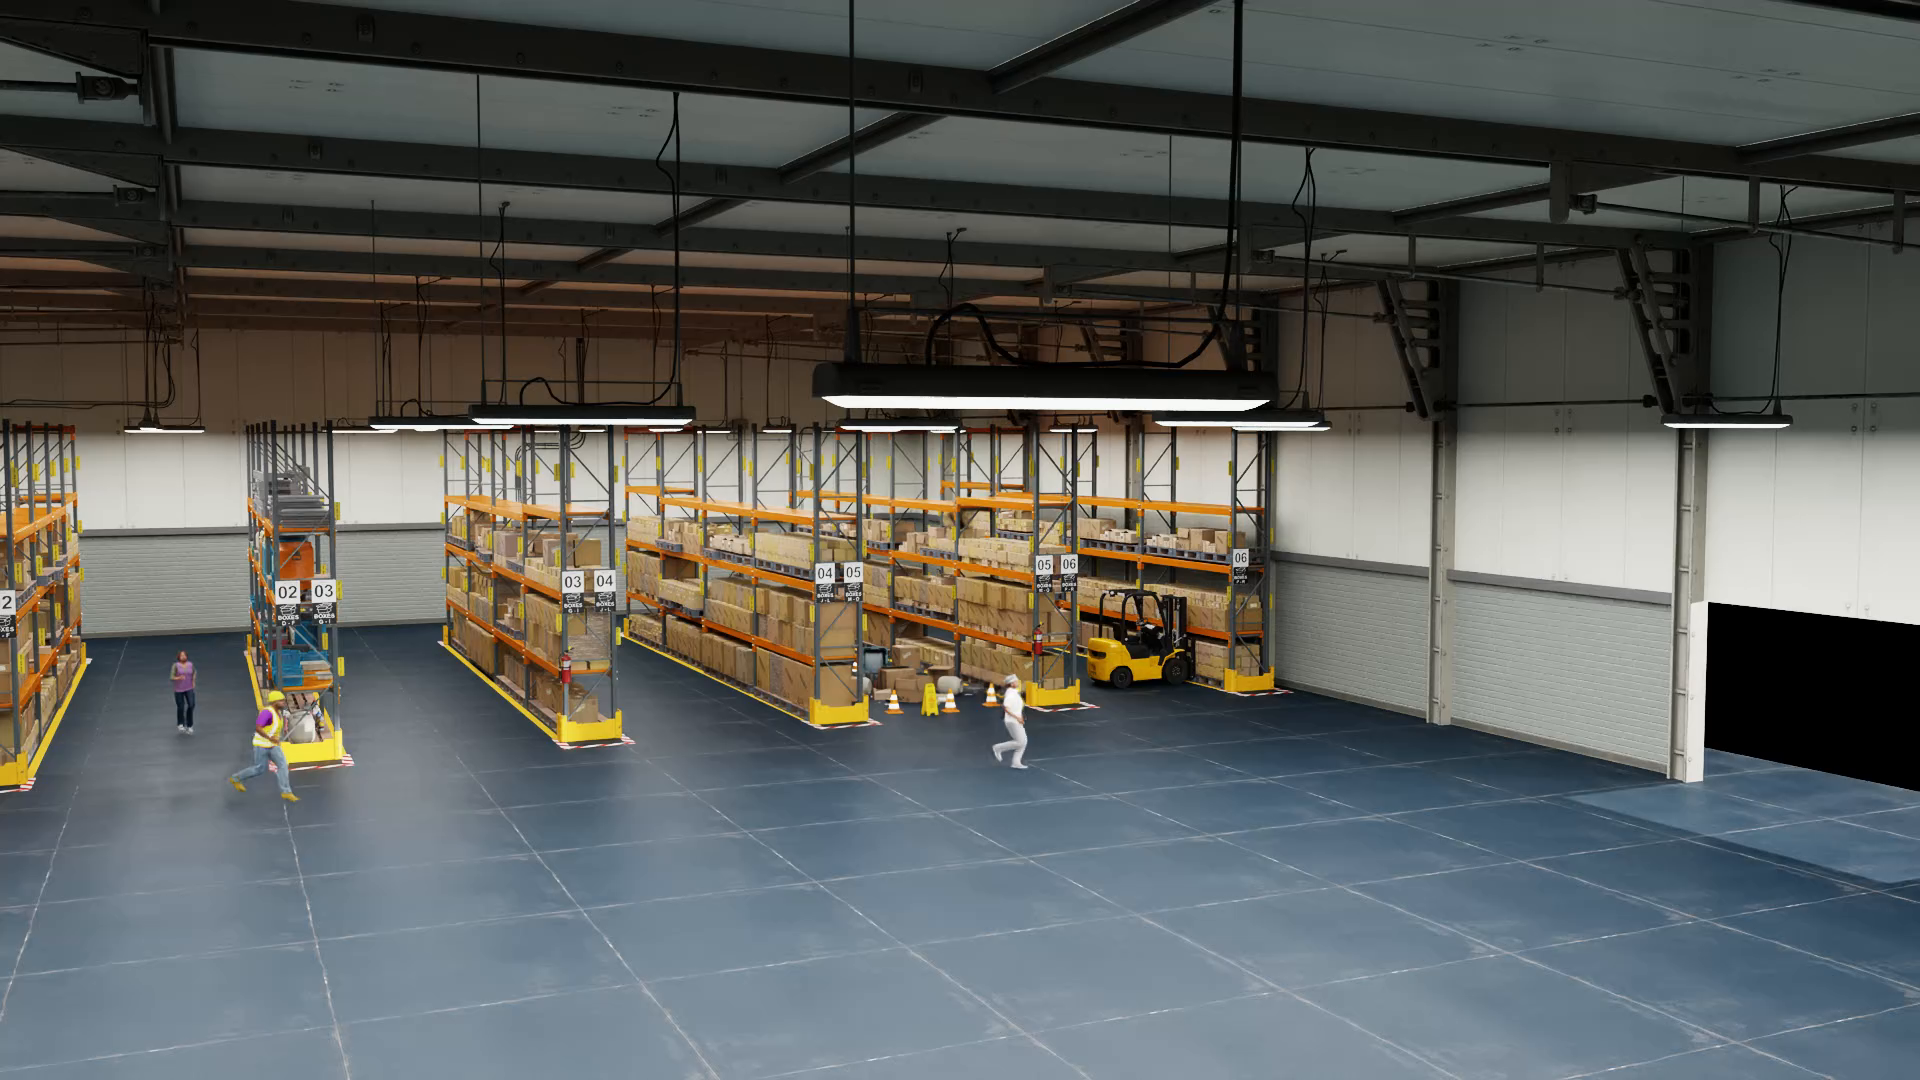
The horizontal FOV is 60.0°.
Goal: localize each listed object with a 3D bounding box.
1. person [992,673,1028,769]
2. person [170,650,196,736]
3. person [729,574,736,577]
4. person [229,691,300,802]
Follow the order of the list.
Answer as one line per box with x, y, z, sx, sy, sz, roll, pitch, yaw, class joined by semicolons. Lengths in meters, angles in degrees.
0.868;3.112;28.604;0.611;1.665;0.575;0;4;6;person
-14.886;2.928;31.915;0.514;1.639;0.666;-3;4;-36;person
-6.781;1.799;50.467;0.755;1.574;0.525;-1;4;-20;person
-10.886;3.234;26.016;1.105;1.751;0.700;0;4;4;person
